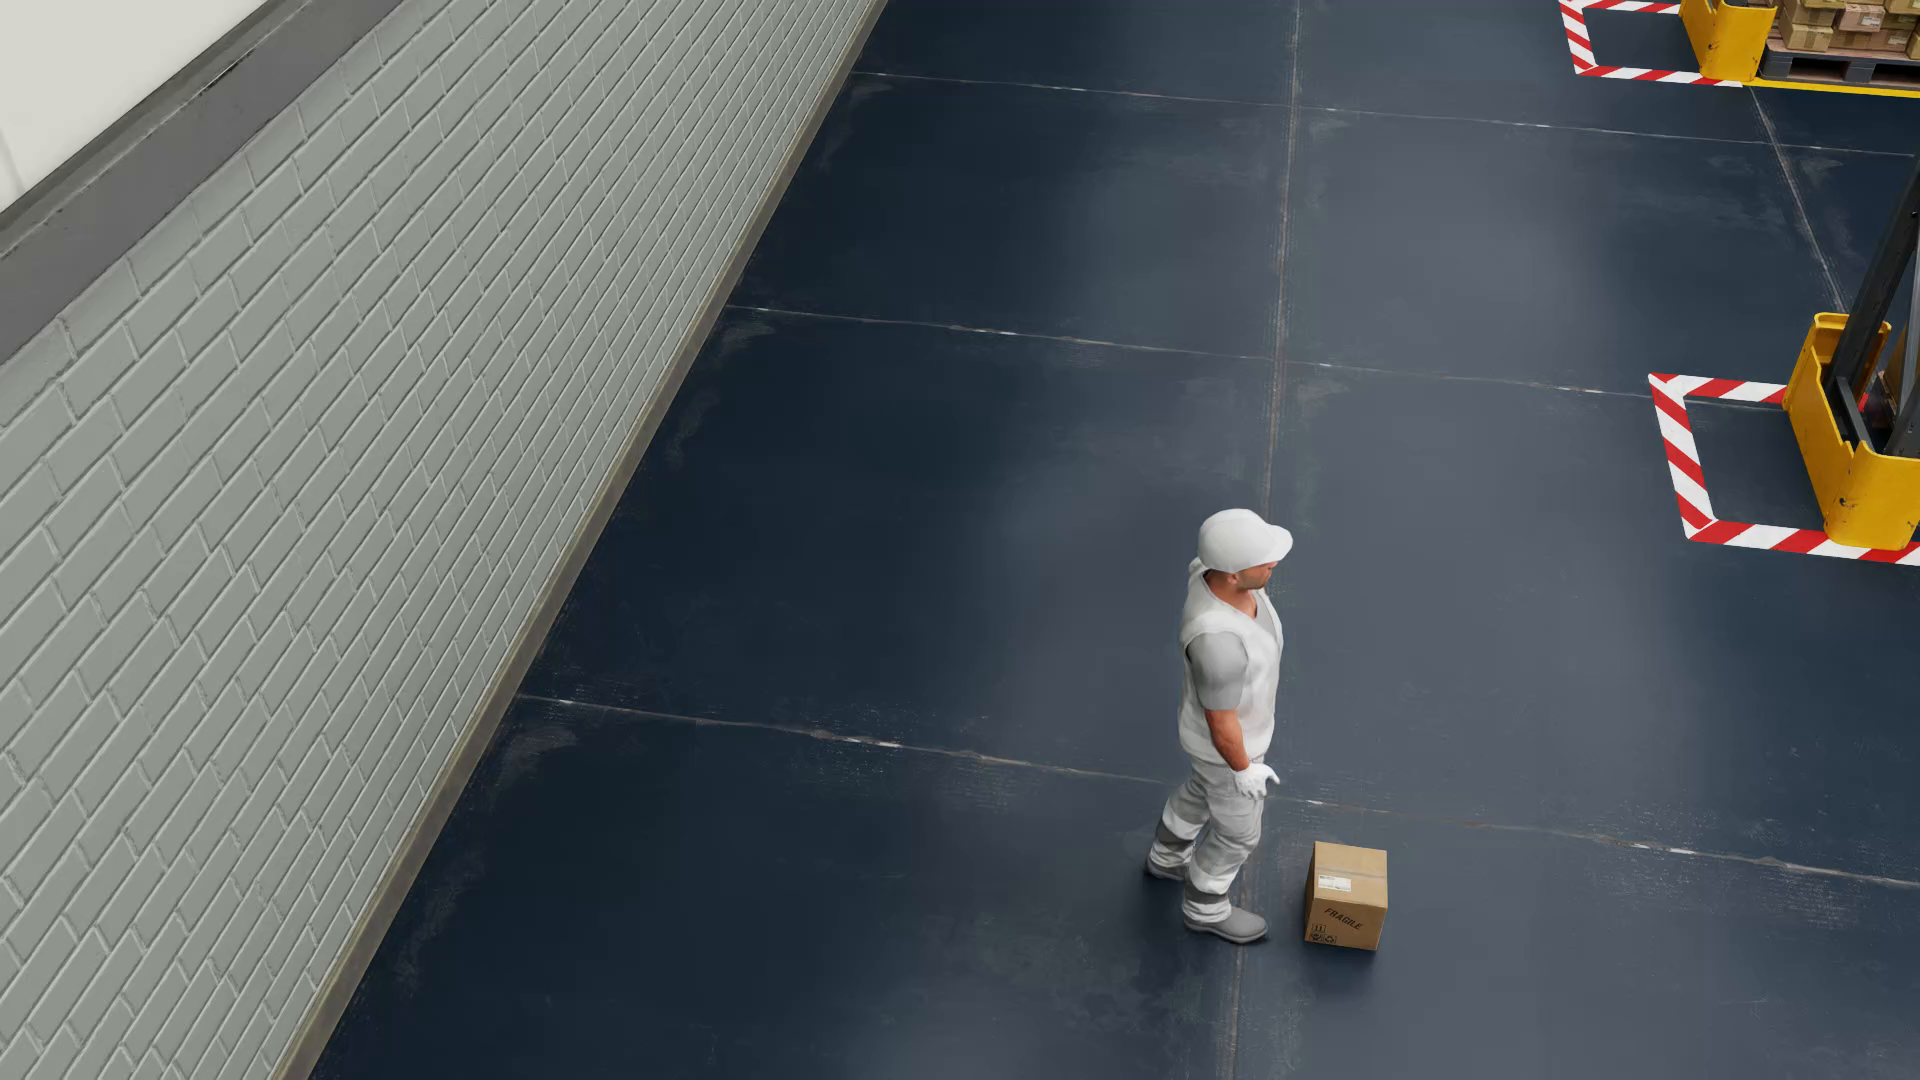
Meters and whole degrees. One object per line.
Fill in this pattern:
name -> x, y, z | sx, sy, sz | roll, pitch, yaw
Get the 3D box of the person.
person -> 0.885, 0.633, 5.449 | 0.456, 1.849, 0.535 | 7, 41, 8
